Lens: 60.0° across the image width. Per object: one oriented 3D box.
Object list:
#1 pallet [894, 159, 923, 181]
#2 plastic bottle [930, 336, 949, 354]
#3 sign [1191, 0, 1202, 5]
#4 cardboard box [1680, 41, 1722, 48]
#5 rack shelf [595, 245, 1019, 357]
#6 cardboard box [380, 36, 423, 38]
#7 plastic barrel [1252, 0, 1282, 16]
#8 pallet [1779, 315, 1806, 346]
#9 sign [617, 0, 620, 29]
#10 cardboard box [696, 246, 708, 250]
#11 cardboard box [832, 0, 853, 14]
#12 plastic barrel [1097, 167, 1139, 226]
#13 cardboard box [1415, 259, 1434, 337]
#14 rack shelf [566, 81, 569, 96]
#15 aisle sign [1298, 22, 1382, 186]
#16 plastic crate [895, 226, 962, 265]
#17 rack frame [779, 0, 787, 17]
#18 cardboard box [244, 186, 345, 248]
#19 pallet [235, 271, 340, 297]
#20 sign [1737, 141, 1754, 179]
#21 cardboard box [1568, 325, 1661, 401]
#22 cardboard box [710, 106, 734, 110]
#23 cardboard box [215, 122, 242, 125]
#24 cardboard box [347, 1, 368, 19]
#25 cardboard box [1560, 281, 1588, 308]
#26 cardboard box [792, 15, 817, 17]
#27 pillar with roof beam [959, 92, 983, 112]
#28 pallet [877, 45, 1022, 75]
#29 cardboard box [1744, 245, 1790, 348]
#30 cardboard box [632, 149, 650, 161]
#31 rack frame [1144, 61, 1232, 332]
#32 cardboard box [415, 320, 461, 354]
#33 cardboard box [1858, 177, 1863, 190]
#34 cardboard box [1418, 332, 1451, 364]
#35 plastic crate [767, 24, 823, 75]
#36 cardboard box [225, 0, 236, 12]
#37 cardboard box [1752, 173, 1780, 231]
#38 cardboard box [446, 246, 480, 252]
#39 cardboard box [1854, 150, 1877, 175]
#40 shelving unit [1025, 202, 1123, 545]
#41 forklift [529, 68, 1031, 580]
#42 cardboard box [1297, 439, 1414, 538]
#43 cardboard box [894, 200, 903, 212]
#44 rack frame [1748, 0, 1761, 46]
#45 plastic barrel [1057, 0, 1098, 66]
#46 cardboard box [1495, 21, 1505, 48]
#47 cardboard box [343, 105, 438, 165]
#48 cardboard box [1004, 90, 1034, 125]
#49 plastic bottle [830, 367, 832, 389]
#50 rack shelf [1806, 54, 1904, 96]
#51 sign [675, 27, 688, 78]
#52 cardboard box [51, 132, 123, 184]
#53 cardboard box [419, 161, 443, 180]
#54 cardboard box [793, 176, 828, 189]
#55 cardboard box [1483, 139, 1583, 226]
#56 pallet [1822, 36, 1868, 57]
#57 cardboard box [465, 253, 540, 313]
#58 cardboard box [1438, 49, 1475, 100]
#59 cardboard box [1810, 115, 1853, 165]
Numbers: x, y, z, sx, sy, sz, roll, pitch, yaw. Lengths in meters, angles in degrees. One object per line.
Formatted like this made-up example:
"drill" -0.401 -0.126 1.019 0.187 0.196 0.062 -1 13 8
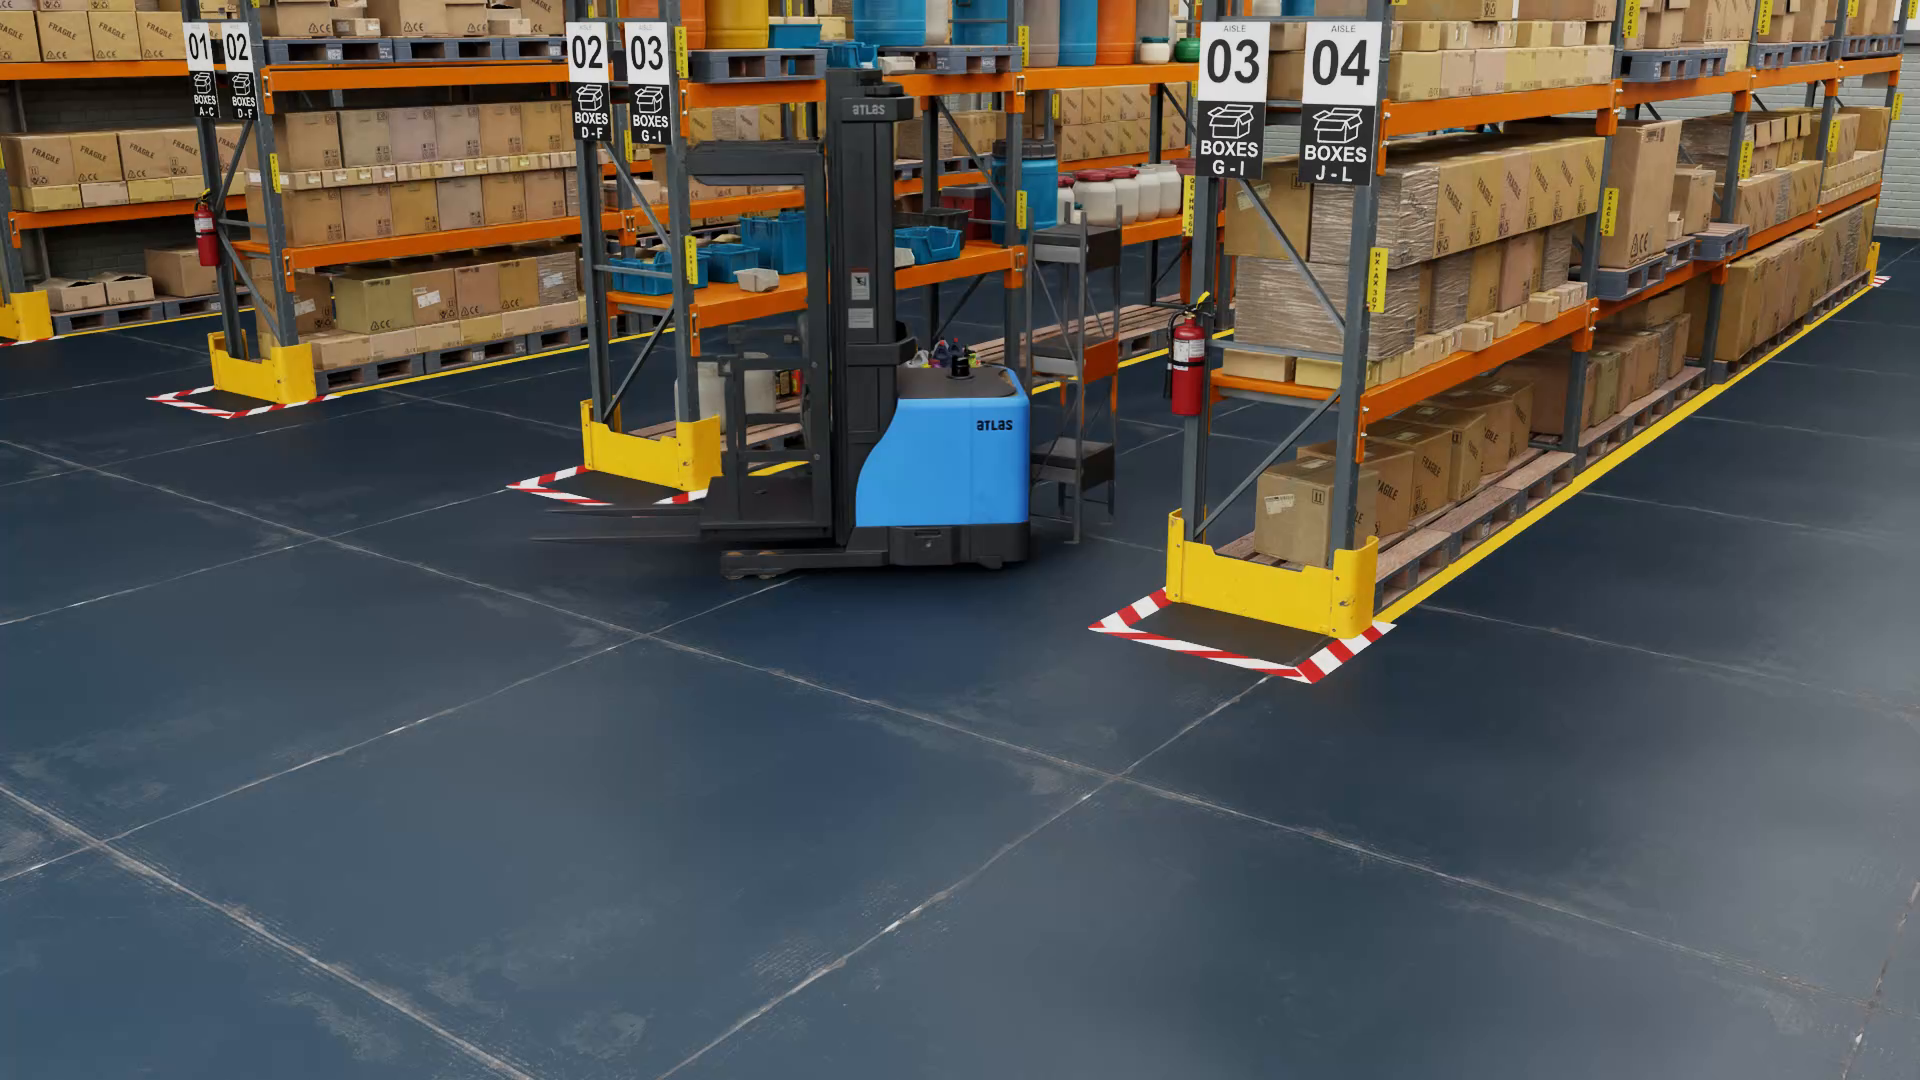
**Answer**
"pallet" -1.144 -4.752 21.311 1.213 0.211 1.003 12 21 35
"plastic bottle" -0.167 -1.607 14.585 0.144 0.351 0.185 12 21 35
"sign" 1.262 -2.971 8.702 0.100 0.325 0.005 12 21 35
"cardboard box" 5.790 -3.883 13.384 0.500 0.250 0.500 13 22 36
"rack shelf" -1.090 -2.021 13.406 1.077 0.370 4.000 12 21 35
"cardboard box" -7.098 -6.445 20.823 0.500 0.311 0.500 13 22 36
"plastic barrel" 3.420 -5.940 18.820 0.433 0.535 0.433 0 17 0
"pallet" 8.447 -2.342 17.930 1.003 0.211 1.213 12 21 35
"sign" -3.428 -5.336 16.807 0.100 0.325 0.005 12 21 35
"cardboard box" -2.818 -3.168 18.871 0.500 0.311 0.500 12 21 33
"cardboard box" -1.226 -6.730 20.446 0.500 0.500 0.500 12 21 35
"plastic barrel" 1.543 -3.372 16.317 0.433 0.535 0.433 0 17 0
"cardboard box" 2.247 -1.469 9.746 0.875 0.500 0.500 12 21 35
"rack shelf" -2.683 -5.282 18.851 1.077 0.370 4.000 12 21 35
"aisle sign" 1.900 -2.186 8.343 0.394 0.787 0.004 12 21 35
"plastic crate" -0.340 -2.458 13.852 0.499 0.251 0.616 12 21 35
"rack frame" -3.088 -9.362 25.717 1.000 3.000 0.127 12 21 35
"cardboard box" -5.969 -2.921 14.923 0.700 0.500 0.500 12 21 35
"pallet" -8.227 -3.093 20.349 1.003 0.211 1.213 12 21 35
"sign" 6.904 -3.340 14.621 0.100 0.325 0.005 12 21 35
"cardboard box" 5.427 -1.501 13.992 0.700 0.500 0.500 15 23 39
"cardboard box" -3.777 -6.656 25.152 0.500 0.250 0.500 13 21 36
"cardboard box" -8.614 -4.690 19.743 0.500 0.500 0.500 12 21 34
"cardboard box" -5.452 -4.875 15.532 0.500 0.311 0.500 16 23 41
"cardboard box" 4.187 -1.742 11.720 0.380 0.149 0.250 12 21 35
"cardboard box" -2.465 -8.224 26.487 0.500 0.250 0.500 12 21 35
"pillar with roof beam" 3.667 -10.350 28.898 9.100 9.000 0.400 12 21 35
"pallet" -0.250 -3.994 13.808 1.213 0.211 1.003 12 21 35
"cardboard box" 7.428 -2.476 16.533 1.225 0.875 0.875 12 21 35
"cardboard box" -4.706 -5.578 24.038 0.380 0.149 0.250 13 22 36
"rack frame" 2.485 -3.793 17.901 1.000 3.000 0.127 12 21 35
"cardboard box" -5.166 -1.979 15.986 0.500 0.250 0.500 12 21 35
"cardboard box" 10.520 -4.255 19.812 0.380 0.149 0.250 13 21 35
"cardboard box" 2.669 -1.153 9.823 0.380 0.149 0.250 12 21 35
"plastic crate" -1.387 -3.820 12.957 0.392 0.384 0.575 12 21 35
"cardboard box" -8.256 -6.258 18.893 0.500 0.500 0.500 14 22 38
"cardboard box" 7.579 -3.279 16.078 0.500 0.500 0.500 12 21 34
"cardboard box" -6.826 -4.032 22.143 0.700 0.500 0.500 13 21 35
"cardboard box" 10.851 -4.611 20.286 0.500 0.250 0.500 12 21 34
"shelving unit" 0.718 -1.065 10.633 0.431 2.100 0.503 10 20 30
"forklift" -1.111 -1.324 10.066 3.031 2.935 1.130 -1 17 -4
"cardboard box" 2.410 -0.314 10.203 0.500 0.500 0.500 -13 22 -36
"cardboard box" -1.092 -4.322 21.814 0.500 0.250 0.500 13 22 37
"rack frame" 6.463 -5.783 14.193 1.000 3.000 0.127 12 21 35
"plastic barrel" 1.010 -4.984 15.831 0.600 0.901 0.708 12 21 35
"cardboard box" 2.959 -2.960 9.741 0.380 0.149 0.250 12 21 34
"cardboard box" -5.329 -3.799 15.565 0.700 0.500 0.500 13 21 35
"cardboard box" 0.986 -6.314 24.163 0.500 0.500 0.500 13 21 35
"plastic bottle" -1.066 -1.394 14.152 0.097 0.201 0.097 0 17 0
"rack shelf" 10.038 -5.436 19.347 1.077 0.370 4.000 12 21 35
"sign" -1.843 -3.226 11.003 0.100 0.325 0.005 12 21 35
"cardboard box" -9.410 -4.111 17.879 0.500 0.500 0.500 12 21 35
"cardboard box" -5.085 -3.484 15.643 0.380 0.149 0.250 12 21 34
"cardboard box" -1.805 -4.287 19.913 0.380 0.149 0.250 12 21 35
"cardboard box" 3.735 -2.358 10.922 0.500 0.500 0.500 12 21 35
"pallet" 9.342 -5.454 18.341 1.003 0.211 1.213 12 21 35
"cardboard box" -4.577 -2.577 16.647 0.500 0.500 0.500 12 21 35
"cardboard box" 2.493 -2.567 9.146 0.500 0.250 0.500 12 21 33
"cardboard box" 9.636 -4.484 18.613 0.500 0.500 0.500 12 21 35
